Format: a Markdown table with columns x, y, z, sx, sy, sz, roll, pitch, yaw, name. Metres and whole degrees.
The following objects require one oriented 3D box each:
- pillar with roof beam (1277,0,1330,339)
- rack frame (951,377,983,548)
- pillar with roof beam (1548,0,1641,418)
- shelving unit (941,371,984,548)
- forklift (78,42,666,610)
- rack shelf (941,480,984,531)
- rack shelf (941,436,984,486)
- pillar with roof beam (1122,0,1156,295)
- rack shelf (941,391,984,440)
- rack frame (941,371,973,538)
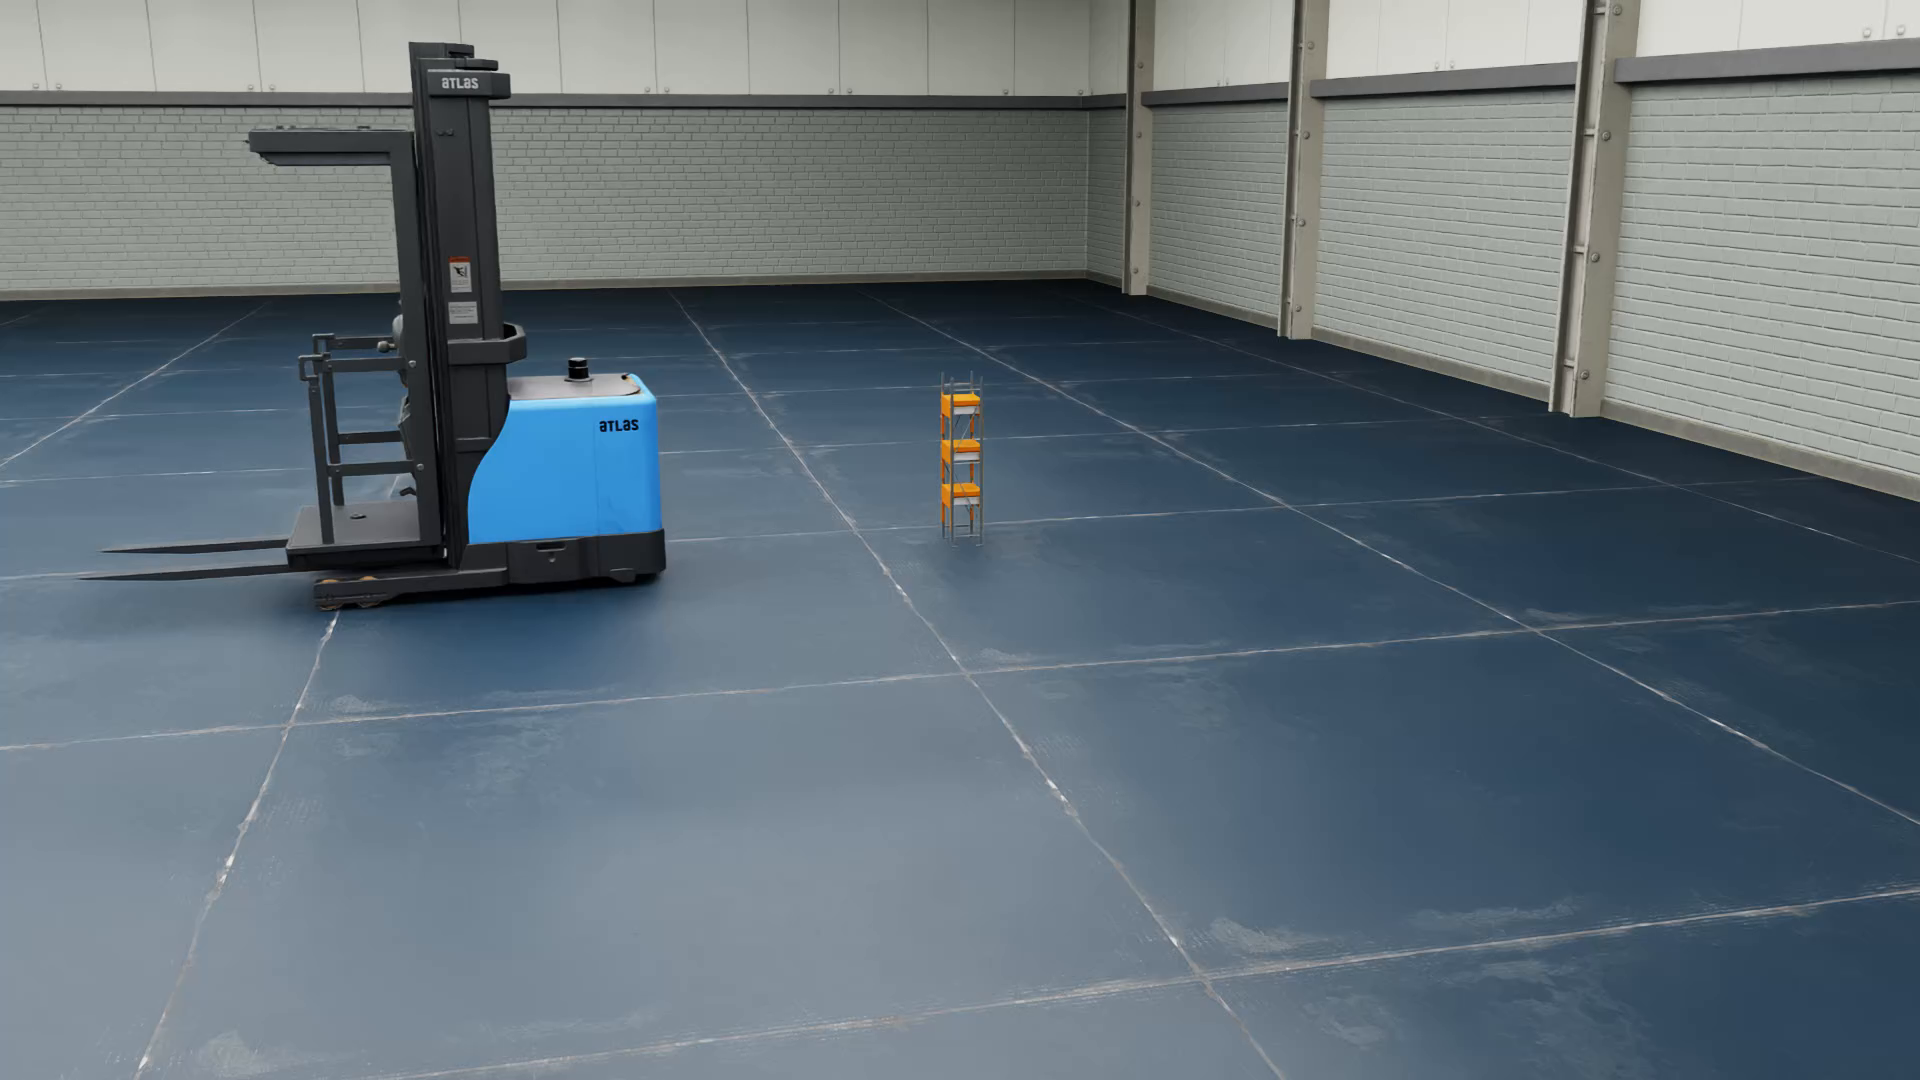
| x | y | z | sx | sy | sz | roll | pitch | yaw | name |
| --- | --- | --- | --- | --- | --- | --- | --- | --- | --- |
| 0.011 | -6.669 | 18.764 | 9.100 | 9.000 | 0.400 | -3 | 14 | -13 | pillar with roof beam |
| 0.041 | -0.470 | 10.137 | 0.200 | 1.050 | 0.008 | -3 | 14 | -13 | rack frame |
| 1.420 | -5.285 | 13.098 | 9.100 | 9.000 | 0.400 | -3 | 14 | -13 | pillar with roof beam |
| 0.013 | -0.498 | 10.252 | 0.215 | 1.050 | 0.252 | -3 | 14 | -13 | shelving unit |
| -3.248 | -1.187 | 9.110 | 3.031 | 2.935 | 1.130 | -4 | 14 | -16 | forklift |
| 0.013 | -0.217 | 10.320 | 0.215 | 0.259 | 0.240 | -3 | 14 | -13 | rack shelf |
| 0.013 | -0.487 | 10.254 | 0.215 | 0.259 | 0.240 | -3 | 14 | -13 | rack shelf |
| -1.398 | -8.053 | 24.429 | 9.100 | 9.000 | 0.400 | -3 | 14 | -13 | pillar with roof beam |
| 0.013 | -0.763 | 10.187 | 0.215 | 0.259 | 0.240 | -3 | 14 | -13 | rack shelf |
| -0.016 | -0.526 | 10.367 | 0.200 | 1.050 | 0.008 | -3 | 14 | -13 | rack frame |
